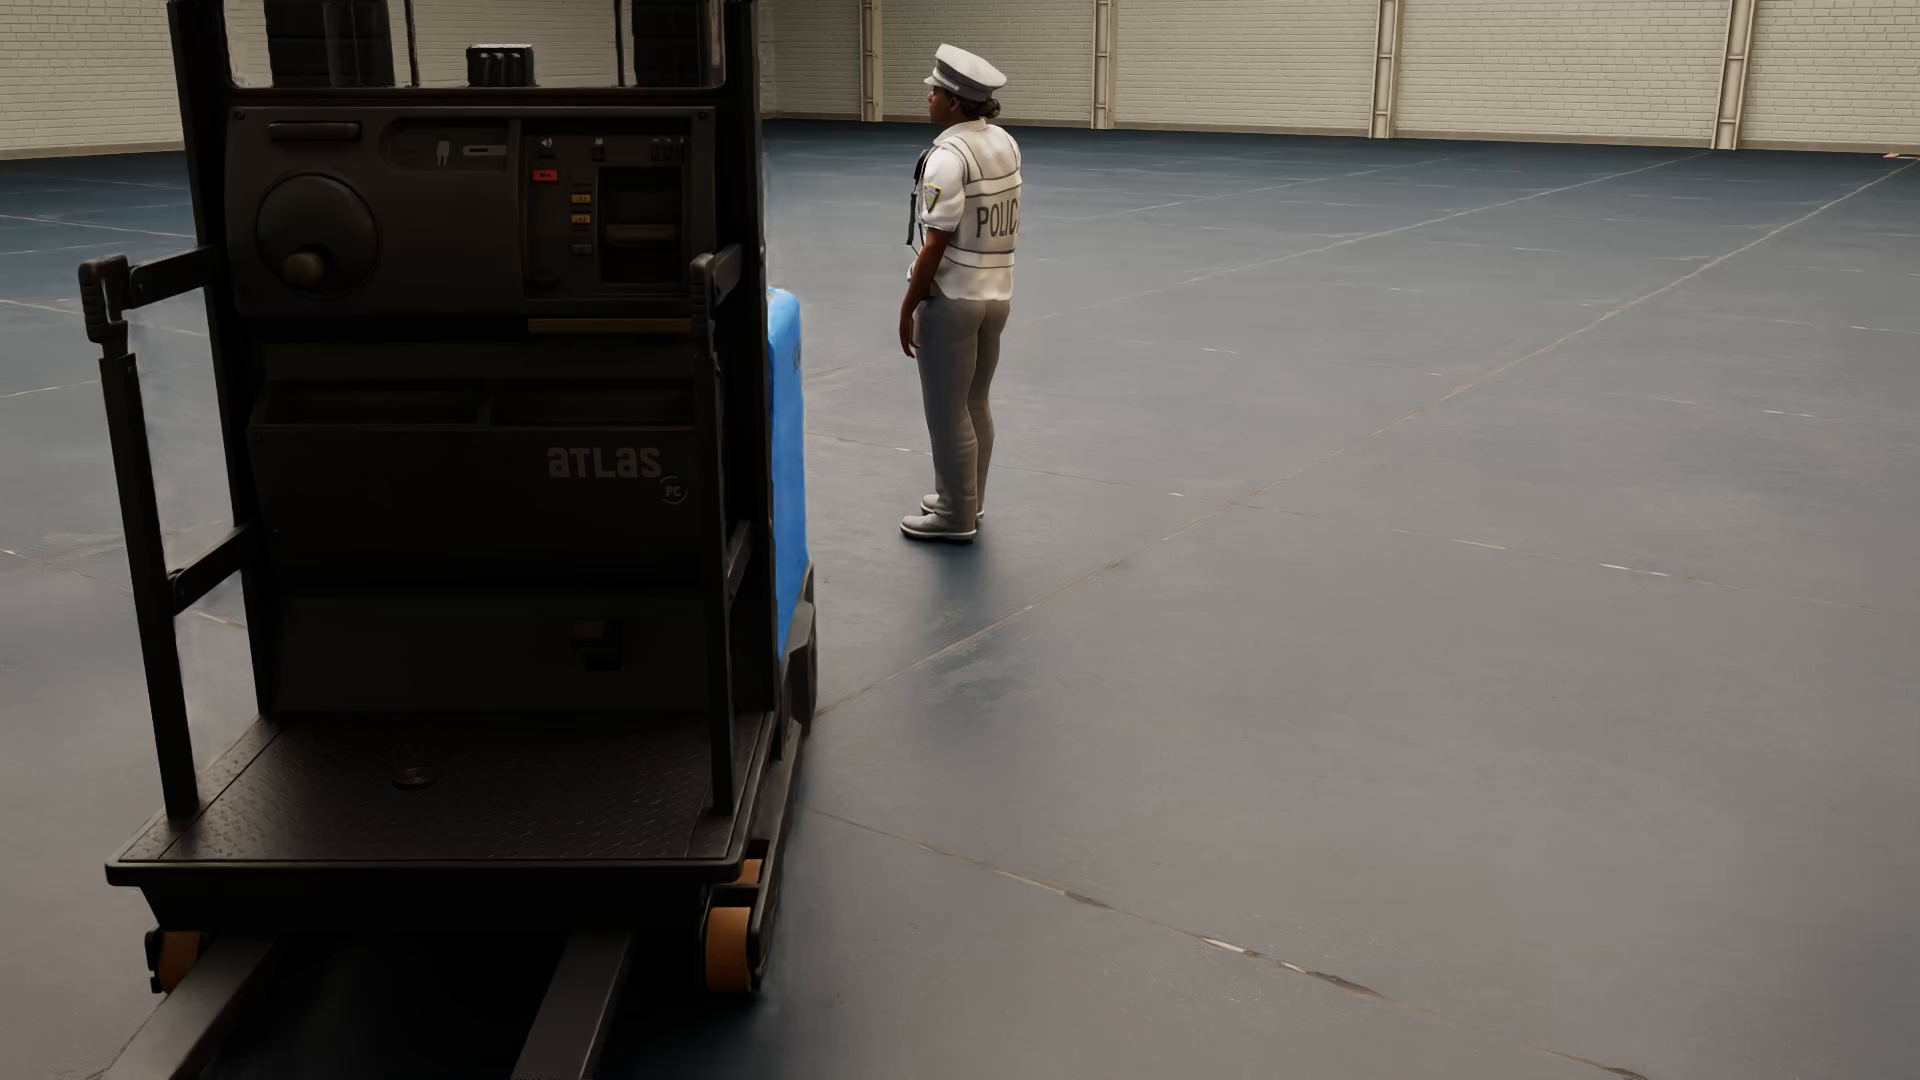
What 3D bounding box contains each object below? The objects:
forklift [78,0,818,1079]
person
[{"bbox_3d":[-0.927,-0.641,2.977,1.130,2.935,3.031,0,17,0],"label":"forklift"},{"bbox_3d":[-0.050,-0.835,5.760,0.530,1.695,0.569,11,20,33],"label":"person"}]
